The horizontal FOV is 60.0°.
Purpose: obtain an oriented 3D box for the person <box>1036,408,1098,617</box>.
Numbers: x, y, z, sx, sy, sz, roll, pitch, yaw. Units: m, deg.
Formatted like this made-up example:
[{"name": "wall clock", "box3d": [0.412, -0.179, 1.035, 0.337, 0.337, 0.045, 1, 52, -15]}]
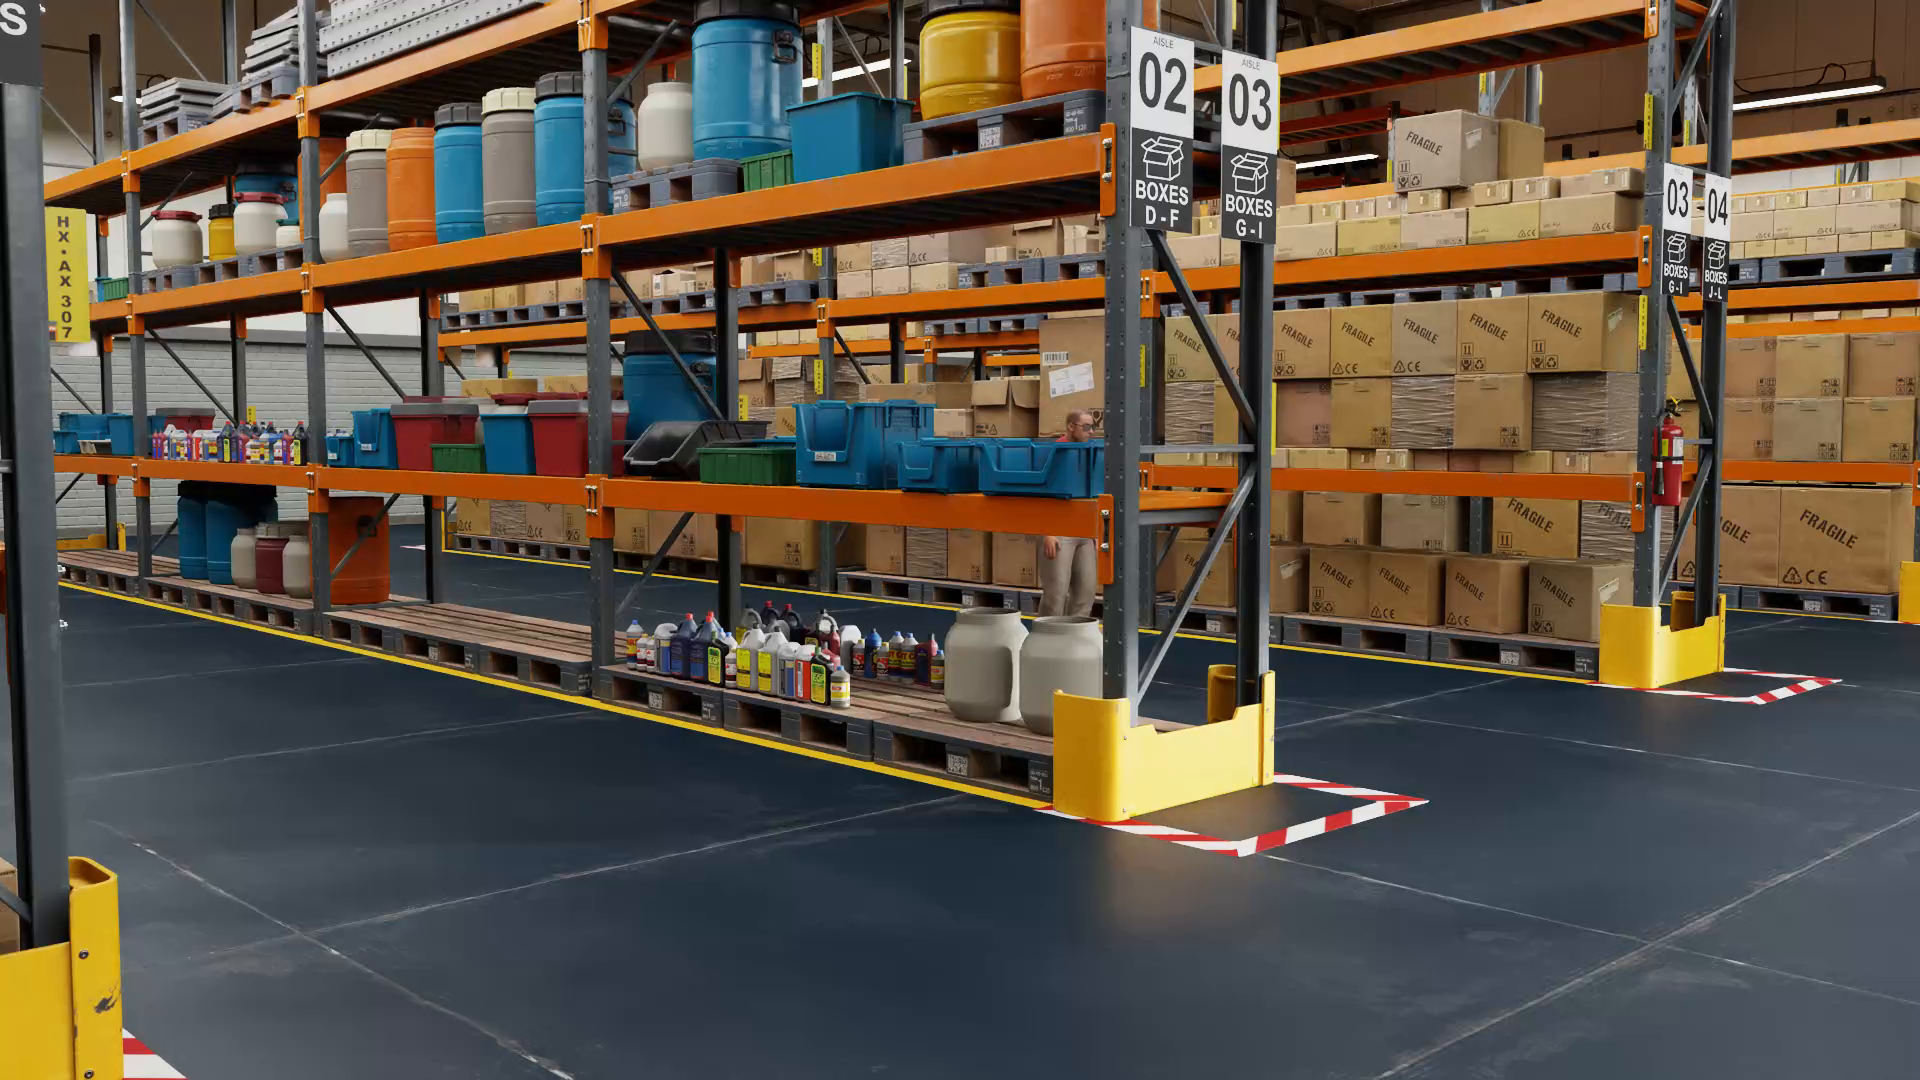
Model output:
[{"name": "person", "box3d": [0.739, -0.025, 11.238, 0.385, 1.728, 0.605, 4, 5, 43]}]
